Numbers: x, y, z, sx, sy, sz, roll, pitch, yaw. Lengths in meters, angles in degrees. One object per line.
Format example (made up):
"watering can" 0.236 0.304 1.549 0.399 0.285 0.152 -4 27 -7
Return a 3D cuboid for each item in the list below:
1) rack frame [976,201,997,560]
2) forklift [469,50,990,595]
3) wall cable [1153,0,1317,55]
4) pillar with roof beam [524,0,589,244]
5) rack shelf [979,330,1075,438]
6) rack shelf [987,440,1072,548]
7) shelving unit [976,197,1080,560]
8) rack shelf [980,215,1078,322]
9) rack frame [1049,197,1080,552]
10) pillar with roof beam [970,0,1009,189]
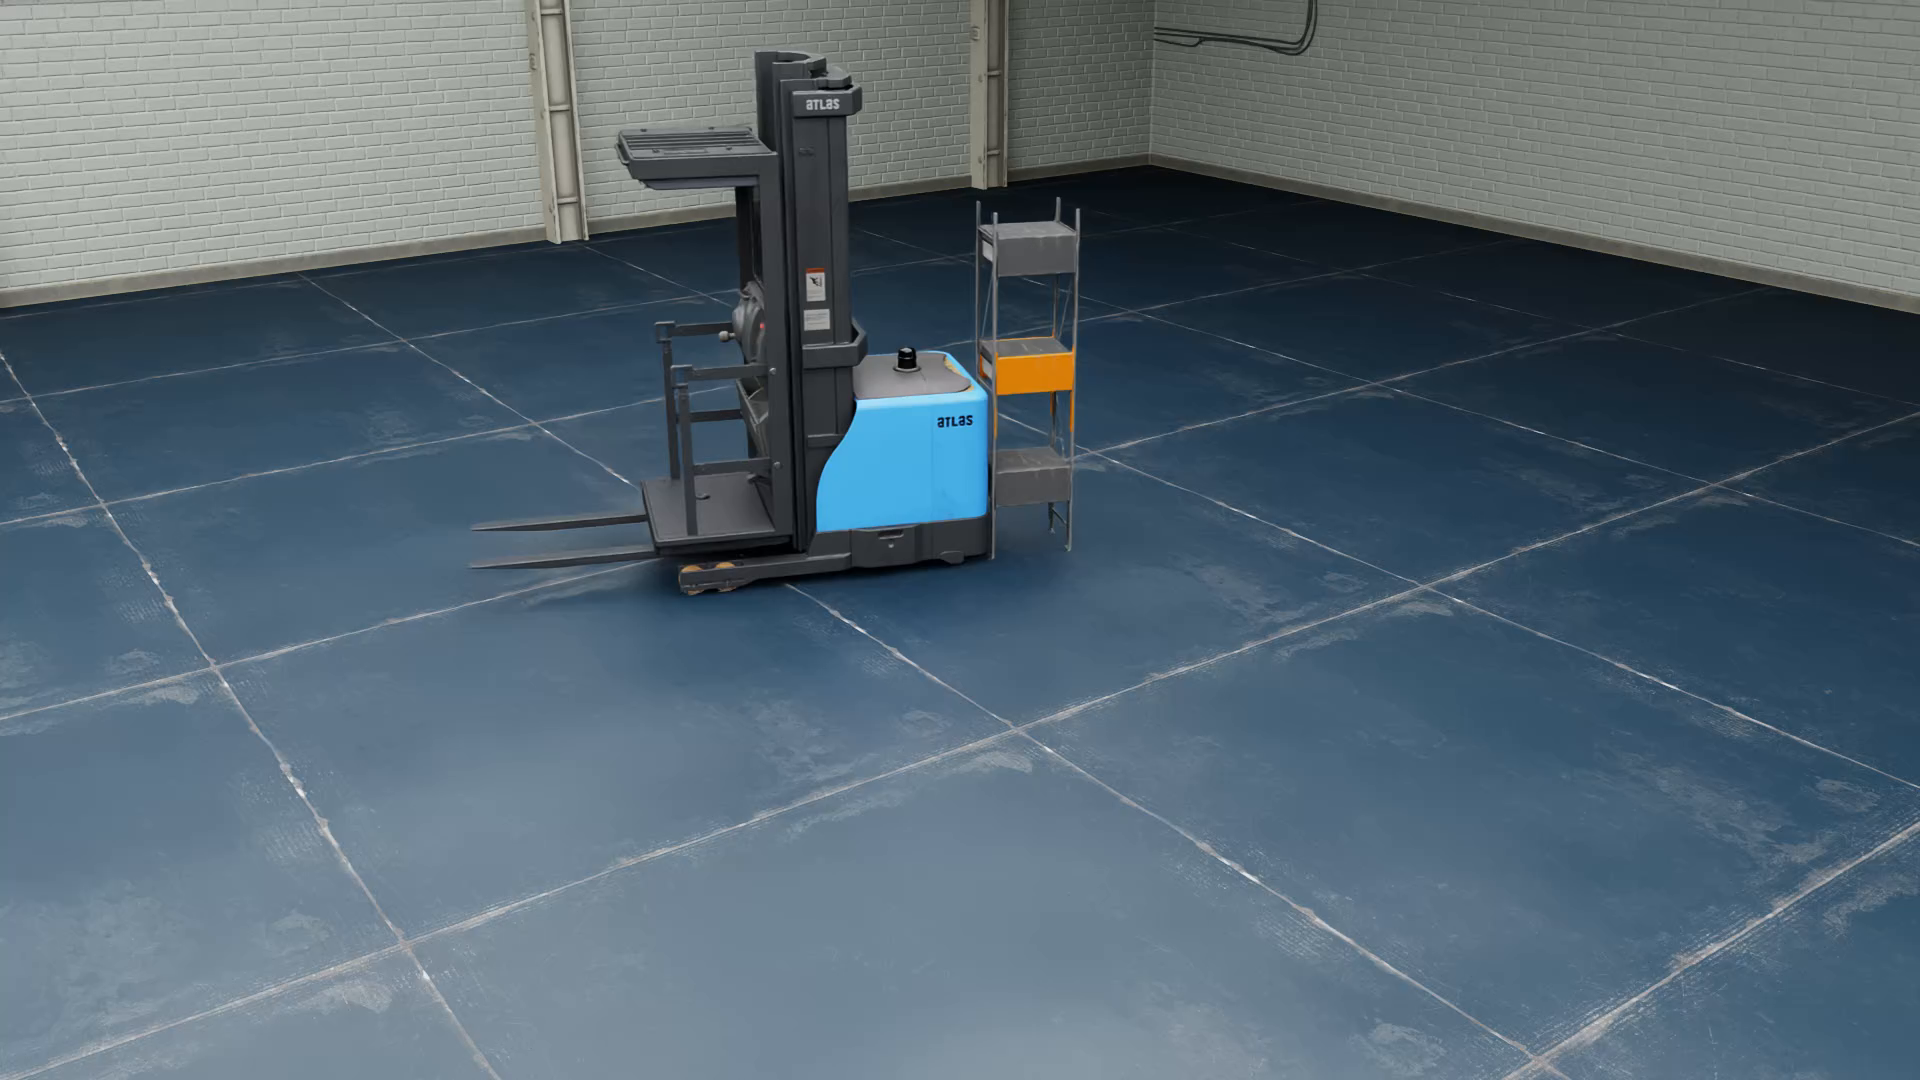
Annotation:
"rack frame" 0.152 -0.927 9.888 0.015 2.100 0.400 -6 22 -14
"forklift" -1.397 -1.260 9.600 3.031 2.935 1.130 -6 22 -14
"wall cable" 3.549 -7.711 21.767 0.112 2.526 3.097 -15 26 -33
"pillar with roof beam" -1.971 -6.319 14.090 0.400 9.000 9.100 -15 26 -33
"rack shelf" 0.389 -0.938 9.950 0.480 0.518 0.431 -6 22 -14
"rack shelf" 0.389 -0.287 10.209 0.480 0.518 0.431 -6 22 -14
"shelving unit" 0.389 -0.950 9.945 0.503 2.100 0.431 -6 22 -14
"rack shelf" 0.389 -1.588 9.690 0.480 0.518 0.431 -6 22 -14
"rack frame" 0.625 -0.973 10.002 0.015 2.100 0.400 -6 22 -14
"pillar with roof beam" 2.900 -7.618 17.345 0.400 9.000 9.100 -15 26 -33
